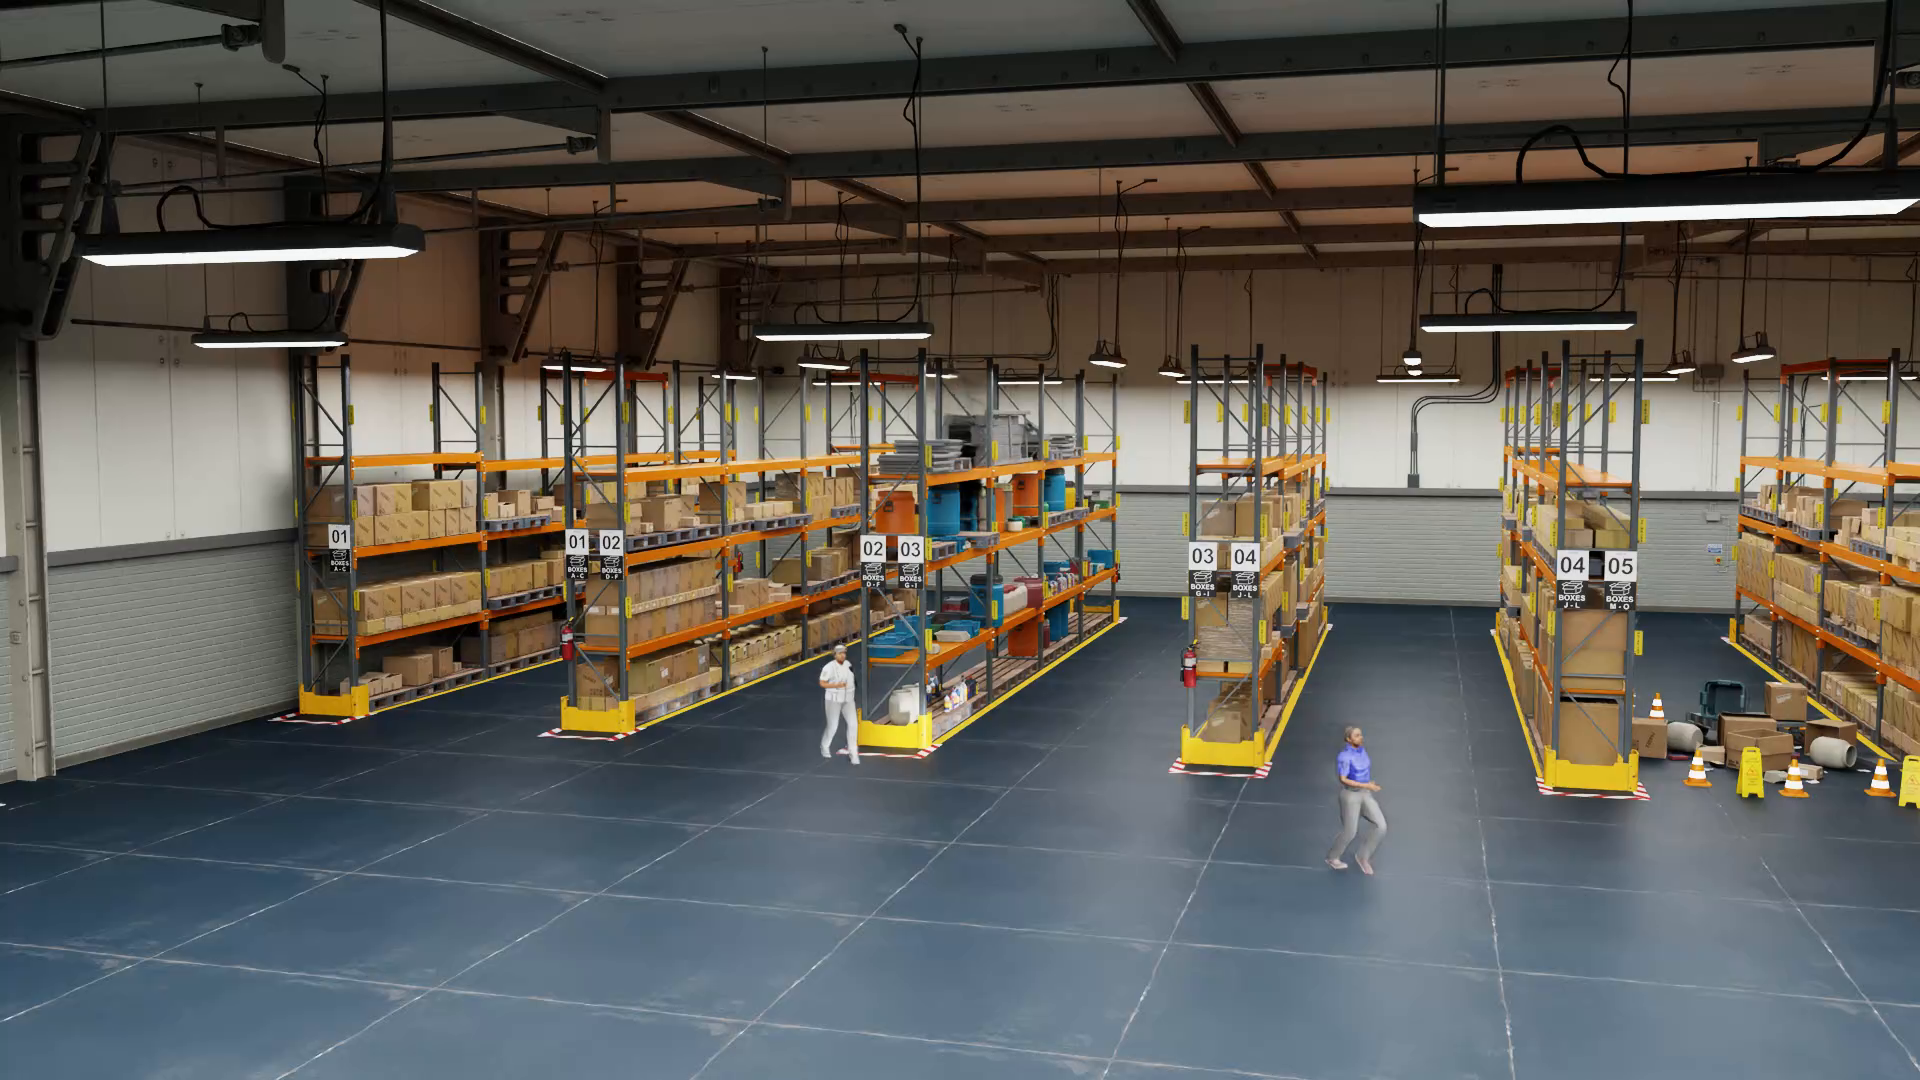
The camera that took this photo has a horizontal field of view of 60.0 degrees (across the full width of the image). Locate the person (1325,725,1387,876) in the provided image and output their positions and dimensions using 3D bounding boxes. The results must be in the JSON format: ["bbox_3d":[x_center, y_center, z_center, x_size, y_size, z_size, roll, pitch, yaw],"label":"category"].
[{"bbox_3d":[4.332,2.841,18.152,0.582,1.663,0.703,-3,6,-39],"label":"person"}]

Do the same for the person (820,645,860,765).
[{"bbox_3d":[-1.754,2.370,24.045,0.606,1.725,0.769,-2,5,-30],"label":"person"}]
